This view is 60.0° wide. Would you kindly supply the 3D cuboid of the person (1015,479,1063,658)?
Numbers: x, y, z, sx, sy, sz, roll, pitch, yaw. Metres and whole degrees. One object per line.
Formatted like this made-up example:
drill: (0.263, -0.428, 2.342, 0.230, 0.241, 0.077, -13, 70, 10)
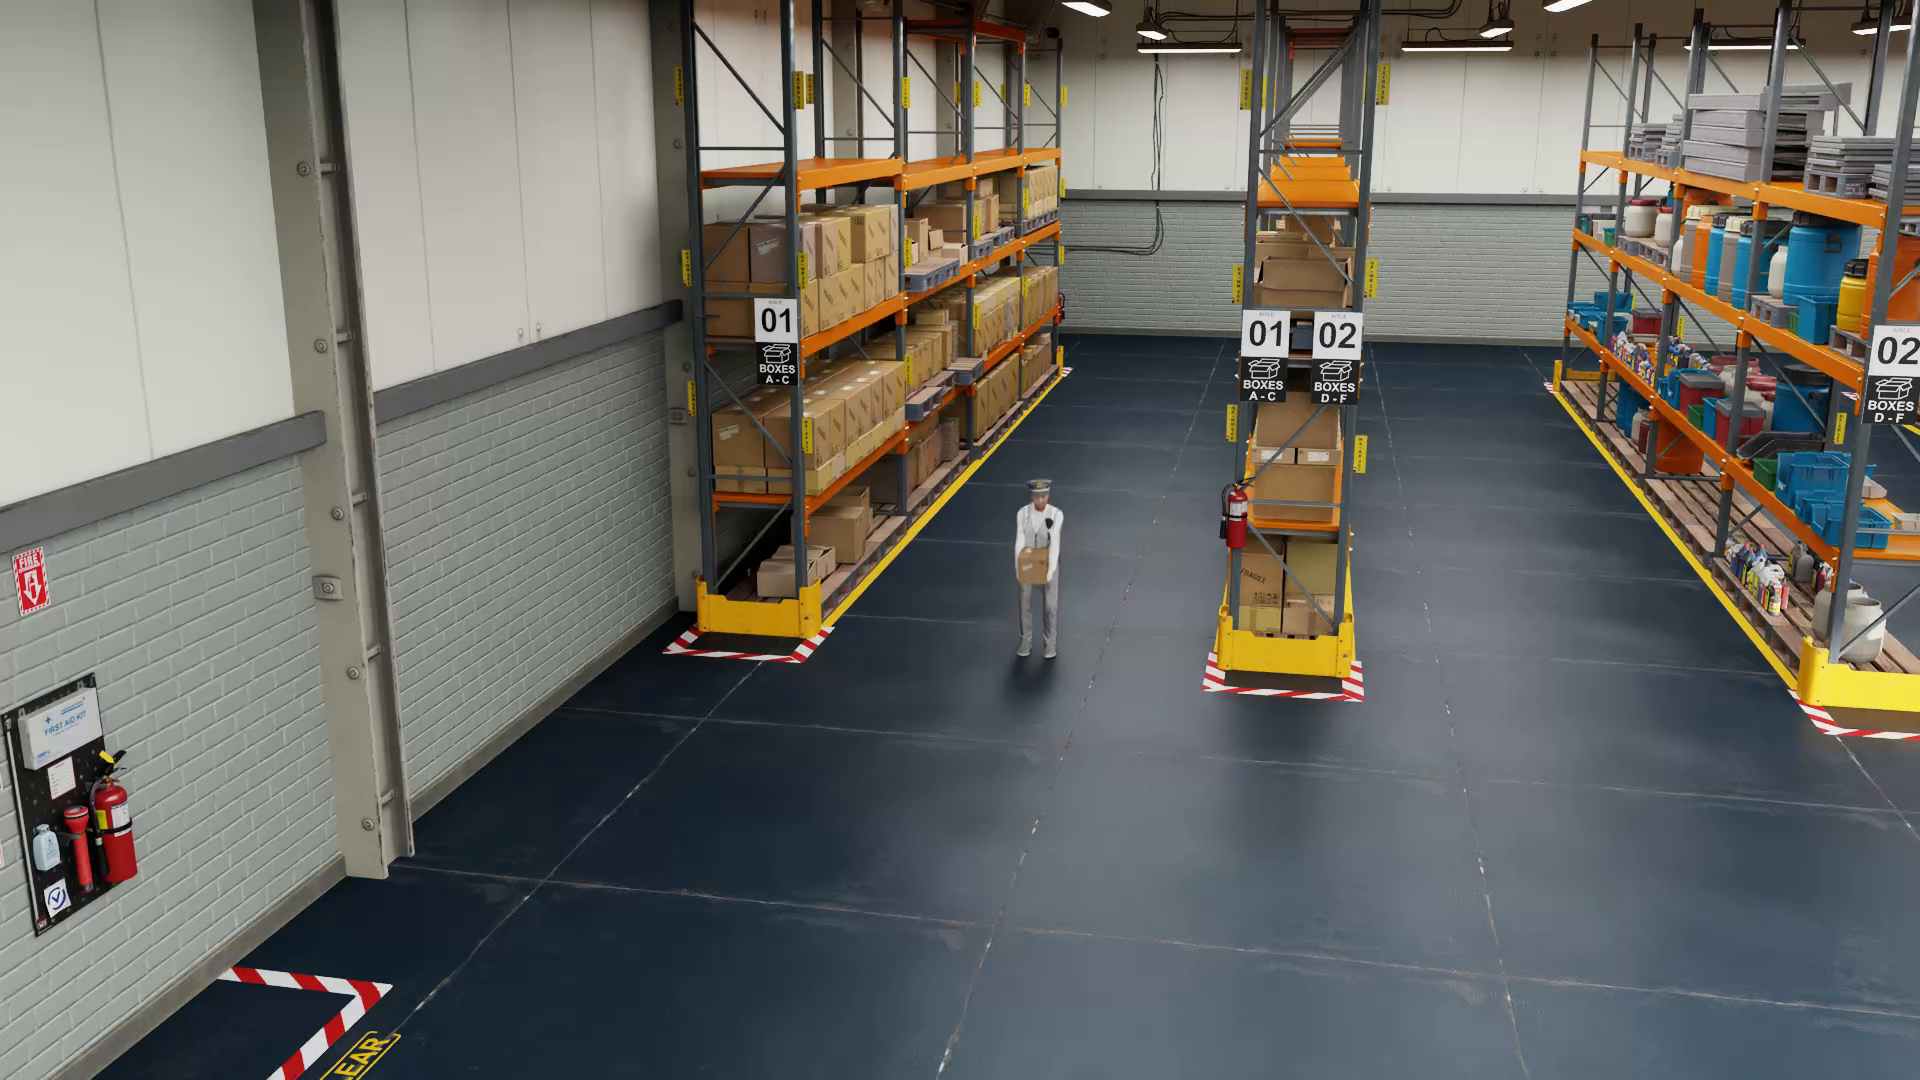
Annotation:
person: (0.711, 0.258, 15.050, 0.415, 1.665, 0.542, 3, 15, 10)
